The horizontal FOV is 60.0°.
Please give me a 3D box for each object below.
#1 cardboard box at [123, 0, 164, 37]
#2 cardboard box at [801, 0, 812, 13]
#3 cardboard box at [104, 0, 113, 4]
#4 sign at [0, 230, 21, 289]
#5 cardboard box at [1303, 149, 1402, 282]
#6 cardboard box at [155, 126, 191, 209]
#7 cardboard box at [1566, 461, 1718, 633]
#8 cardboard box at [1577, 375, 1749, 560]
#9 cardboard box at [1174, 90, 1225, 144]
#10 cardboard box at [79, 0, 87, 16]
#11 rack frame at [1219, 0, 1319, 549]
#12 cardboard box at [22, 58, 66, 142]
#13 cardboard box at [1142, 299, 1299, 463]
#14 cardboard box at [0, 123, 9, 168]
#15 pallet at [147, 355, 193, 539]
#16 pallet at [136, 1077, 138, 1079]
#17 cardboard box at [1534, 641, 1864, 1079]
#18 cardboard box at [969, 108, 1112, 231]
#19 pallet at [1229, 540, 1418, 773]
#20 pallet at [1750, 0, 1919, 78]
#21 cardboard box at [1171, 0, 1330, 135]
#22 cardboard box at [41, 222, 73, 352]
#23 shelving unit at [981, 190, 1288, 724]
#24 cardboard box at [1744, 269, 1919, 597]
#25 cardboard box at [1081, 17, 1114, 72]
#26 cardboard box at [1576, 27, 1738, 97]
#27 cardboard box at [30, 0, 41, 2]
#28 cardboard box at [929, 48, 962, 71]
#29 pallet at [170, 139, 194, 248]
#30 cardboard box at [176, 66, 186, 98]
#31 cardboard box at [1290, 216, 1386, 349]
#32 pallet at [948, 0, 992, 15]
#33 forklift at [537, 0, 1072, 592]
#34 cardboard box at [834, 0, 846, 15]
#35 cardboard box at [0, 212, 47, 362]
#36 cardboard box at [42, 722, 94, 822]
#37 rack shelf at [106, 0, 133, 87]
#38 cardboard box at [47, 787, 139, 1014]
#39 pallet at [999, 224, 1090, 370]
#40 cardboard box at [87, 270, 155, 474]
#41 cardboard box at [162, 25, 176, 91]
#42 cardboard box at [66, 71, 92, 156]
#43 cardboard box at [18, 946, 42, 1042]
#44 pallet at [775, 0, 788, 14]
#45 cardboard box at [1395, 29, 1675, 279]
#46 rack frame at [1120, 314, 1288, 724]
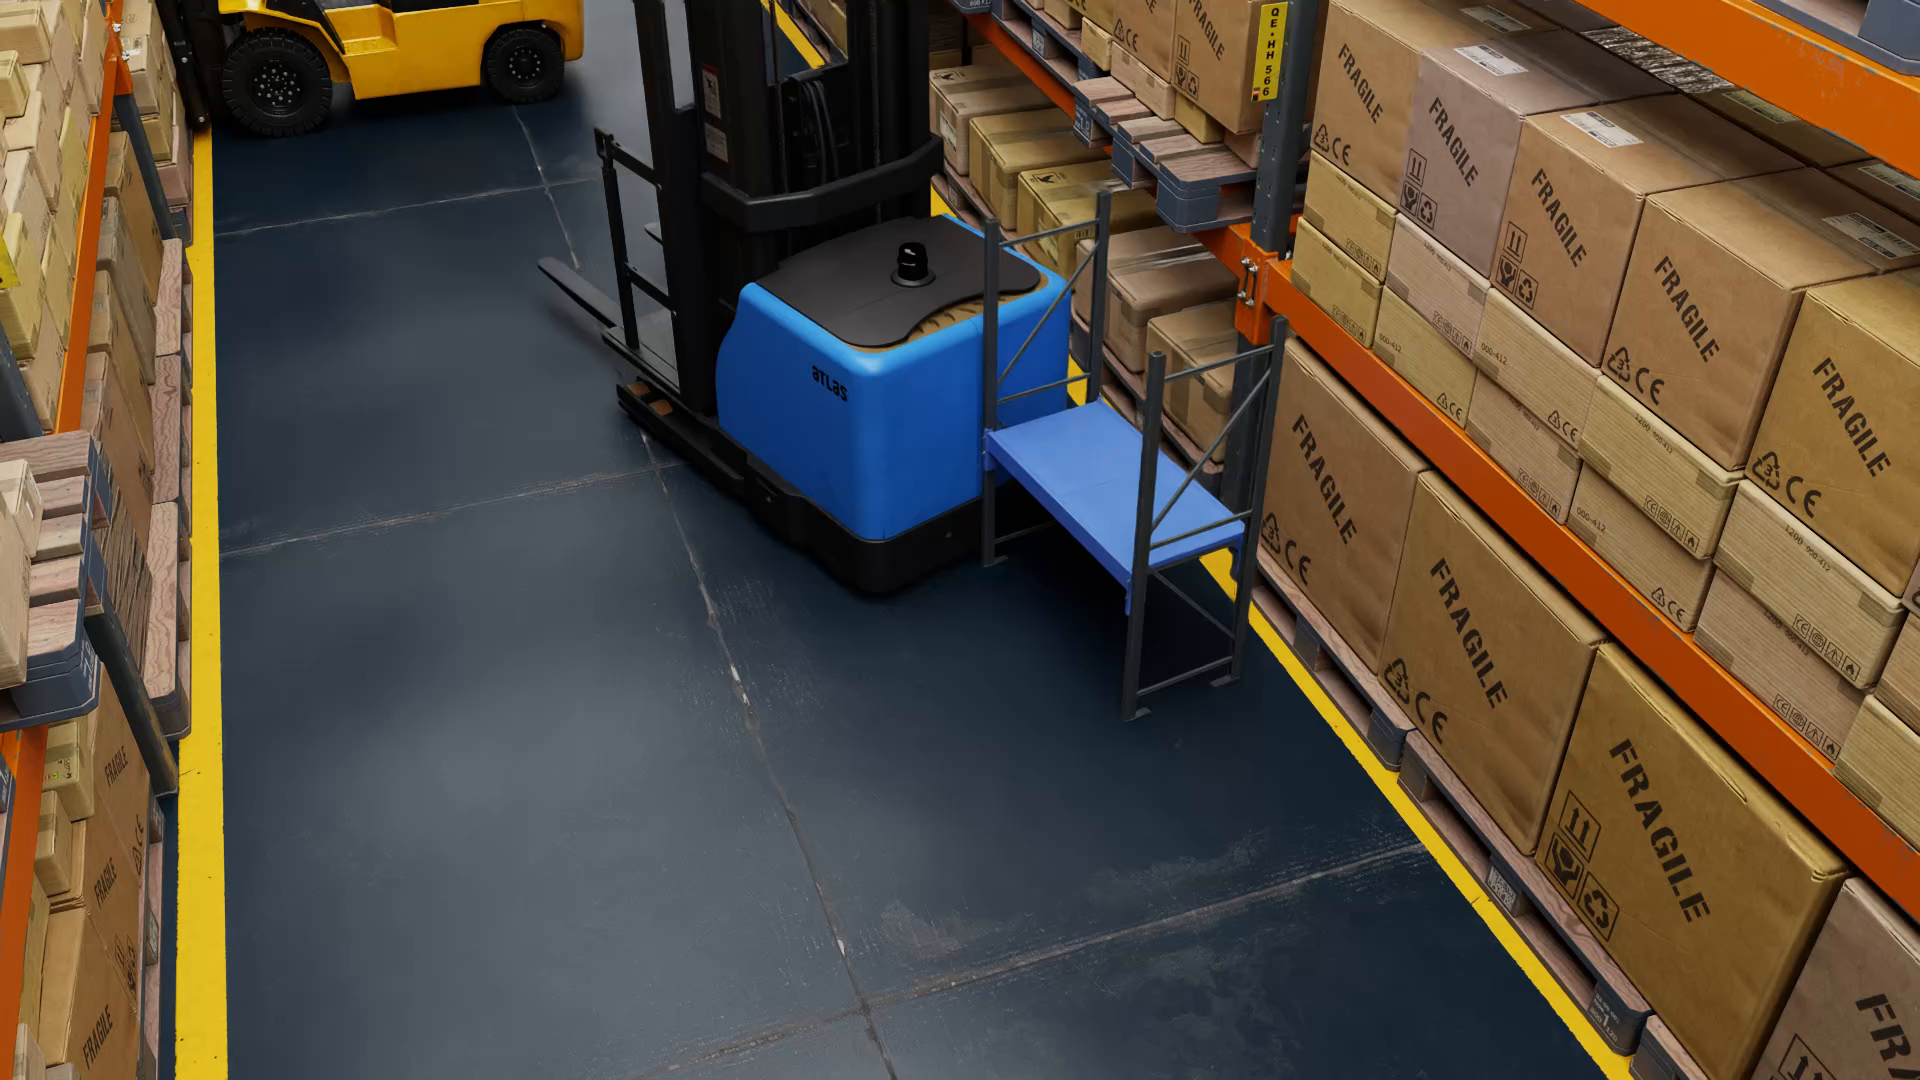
[{"bbox_3d":[-4.723,-2.906,9.220,0.500,0.250,0.500,-11,38,-14],"label":"cardboard box"},{"bbox_3d":[-0.834,-3.779,11.211,0.500,0.250,0.500,-10,38,-13],"label":"cardboard box"},{"bbox_3d":[-4.410,-2.874,7.989,0.500,0.500,0.500,-13,39,-17],"label":"cardboard box"},{"bbox_3d":[-2.620,-0.818,4.446,0.100,0.325,0.005,-12,39,-16],"label":"sign"},{"bbox_3d":[1.475,-1.102,5.428,0.500,0.250,0.500,-13,39,-16],"label":"cardboard box"},{"bbox_3d":[-4.358,-1.940,8.769,0.500,0.250,0.500,-12,39,-15],"label":"cardboard box"},{"bbox_3d":[2.007,-0.049,4.446,0.500,0.250,0.500,-12,39,-16],"label":"cardboard box"},{"bbox_3d":[1.974,-0.236,4.279,0.500,0.250,0.500,-12,39,-15],"label":"cardboard box"},{"bbox_3d":[1.039,-1.640,6.293,0.380,0.149,0.250,-12,39,-15],"label":"cardboard box"},{"bbox_3d":[-4.094,-2.444,7.211,0.500,0.250,0.500,-13,39,-17],"label":"cardboard box"},{"bbox_3d":[1.533,-1.299,5.982,1.000,3.000,0.127,-12,39,-16],"label":"rack frame"},{"bbox_3d":[-3.584,-1.576,6.059,0.500,0.250,0.500,-12,39,-15],"label":"cardboard box"},{"bbox_3d":[1.348,-0.739,7.072,0.950,0.372,0.625,-15,40,-19],"label":"cardboard box"},{"bbox_3d":[-3.267,-1.245,5.287,0.380,0.149,0.250,-12,39,-15],"label":"cardboard box"},{"bbox_3d":[-3.789,-0.317,6.995,1.003,0.211,1.213,-12,39,-16],"label":"pallet"},{"bbox_3d":[-2.489,1.962,3.970,1.003,0.211,1.213,-12,39,-16],"label":"pallet"},{"bbox_3d":[2.303,0.799,4.613,0.875,0.875,0.875,-11,38,-15],"label":"cardboard box"},{"bbox_3d":[0.590,-1.976,8.715,0.950,0.372,0.625,-10,38,-13],"label":"cardboard box"},{"bbox_3d":[1.733,0.276,6.209,1.003,0.211,1.213,-12,39,-16],"label":"pallet"},{"bbox_3d":[2.192,-1.438,3.830,1.003,0.211,1.213,-11,38,-14],"label":"pallet"},{"bbox_3d":[1.115,-1.825,6.000,0.500,0.500,0.500,-14,39,-17],"label":"cardboard box"},{"bbox_3d":[-3.218,-0.796,5.438,0.500,0.250,0.500,-13,39,-17],"label":"cardboard box"},{"bbox_3d":[0.553,-0.297,5.898,0.538,1.500,1.048,-18,41,-22],"label":"shelving unit"},{"bbox_3d":[2.179,-0.260,3.689,0.500,0.500,0.500,-11,38,-15],"label":"cardboard box"},{"bbox_3d":[0.723,-2.069,6.863,0.380,0.149,0.250,-12,39,-15],"label":"cardboard box"},{"bbox_3d":[2.141,-1.212,4.952,0.500,0.500,0.500,-12,39,-15],"label":"cardboard box"},{"bbox_3d":[-3.790,-2.108,6.433,0.380,0.149,0.250,-13,39,-17],"label":"cardboard box"},{"bbox_3d":[-0.299,-2.907,10.052,0.500,0.250,0.500,-11,38,-14],"label":"cardboard box"},{"bbox_3d":[-4.737,-1.873,9.061,1.003,0.211,1.213,-12,39,-16],"label":"pallet"},{"bbox_3d":[-4.895,-2.802,9.913,0.500,0.250,0.500,-11,38,-15],"label":"cardboard box"},{"bbox_3d":[1.465,-0.911,5.591,0.500,0.250,0.500,-13,39,-17],"label":"cardboard box"},{"bbox_3d":[0.283,-3.020,8.426,1.003,0.211,1.213,-12,39,-16],"label":"pallet"},{"bbox_3d":[-0.879,-1.792,6.693,1.130,2.935,3.031,-26,44,-30],"label":"forklift"},{"bbox_3d":[-0.476,-3.493,10.208,0.500,0.500,0.500,-12,39,-15],"label":"cardboard box"},{"bbox_3d":[-3.026,-0.716,4.916,0.500,0.250,0.500,-12,39,-16],"label":"cardboard box"},{"bbox_3d":[-2.596,0.677,4.548,0.380,0.149,0.250,-14,39,-18],"label":"cardboard box"},{"bbox_3d":[-5.191,-3.372,9.331,1.077,0.370,4.000,-12,39,-16],"label":"rack shelf"},{"bbox_3d":[-2.617,1.041,4.604,0.500,0.500,0.500,-13,39,-17],"label":"cardboard box"},{"bbox_3d":[0.849,-1.315,8.321,1.003,0.211,1.213,-12,39,-16],"label":"pallet"},{"bbox_3d":[-3.792,-0.592,6.667,0.875,0.625,0.625,-14,39,-18],"label":"cardboard box"},{"bbox_3d":[-4.717,-2.706,9.370,0.500,0.250,0.500,-13,39,-16],"label":"cardboard box"},{"bbox_3d":[-3.763,-1.669,6.597,0.500,0.250,0.500,-12,39,-16],"label":"cardboard box"},{"bbox_3d":[-2.412,1.134,3.941,0.380,0.149,0.250,-13,39,-17],"label":"cardboard box"},{"bbox_3d":[-0.948,-4.195,12.144,1.003,0.211,1.213,-12,39,-16],"label":"pallet"},{"bbox_3d":[1.653,-1.131,4.844,0.500,0.500,0.500,-12,39,-16],"label":"cardboard box"},{"bbox_3d":[0.796,-0.028,5.541,0.500,1.500,0.032,-18,41,-22],"label":"rack frame"}]
